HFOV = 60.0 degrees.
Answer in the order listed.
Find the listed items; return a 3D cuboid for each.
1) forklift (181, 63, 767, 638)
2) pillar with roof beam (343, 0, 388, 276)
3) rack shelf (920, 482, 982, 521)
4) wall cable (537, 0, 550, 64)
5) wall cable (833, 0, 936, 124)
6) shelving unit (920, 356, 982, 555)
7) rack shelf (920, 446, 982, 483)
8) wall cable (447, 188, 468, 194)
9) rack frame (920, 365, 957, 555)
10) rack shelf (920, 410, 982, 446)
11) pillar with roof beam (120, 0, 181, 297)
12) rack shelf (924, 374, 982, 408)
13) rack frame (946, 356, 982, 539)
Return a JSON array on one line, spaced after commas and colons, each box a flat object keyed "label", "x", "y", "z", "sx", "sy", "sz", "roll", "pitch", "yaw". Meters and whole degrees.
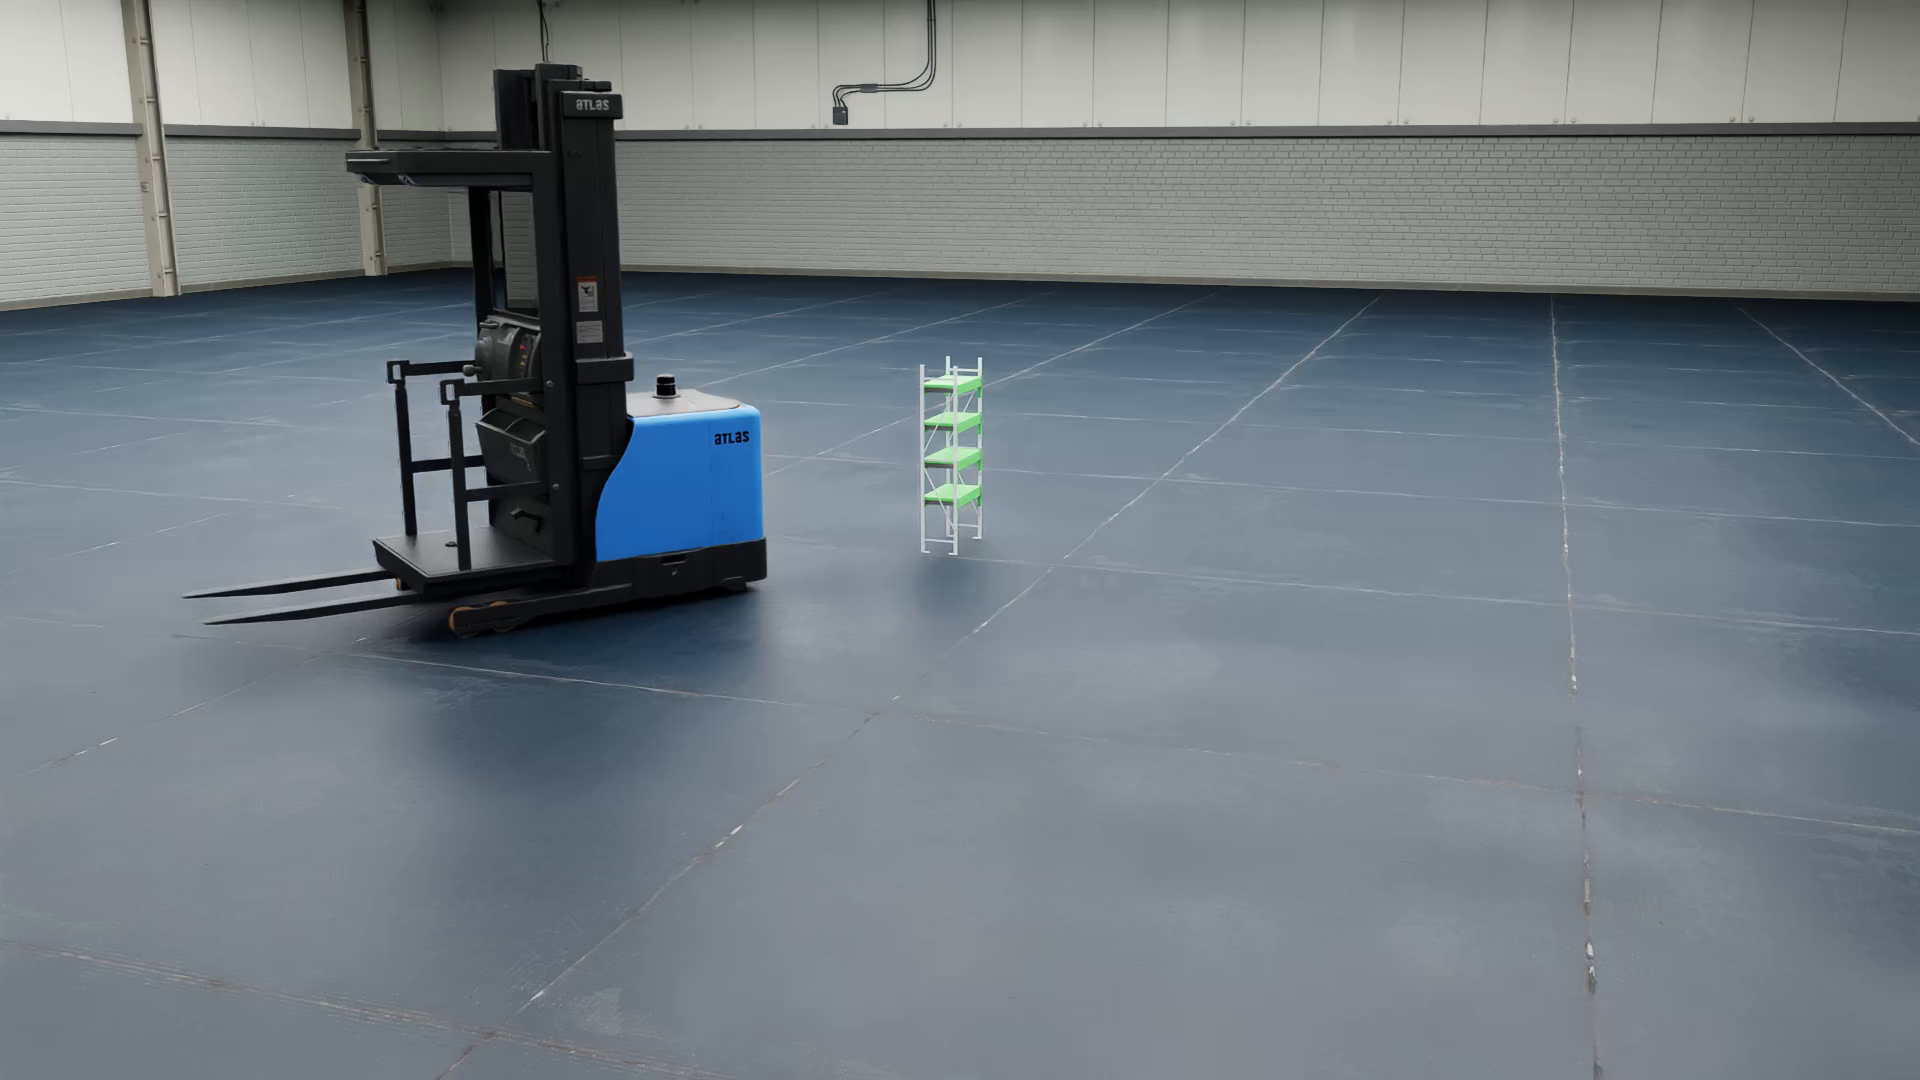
[{"label": "forklift", "x": -2.639, "y": -1.047, "z": 8.990, "sx": 3.031, "sy": 2.935, "sz": 1.130, "roll": -8, "pitch": 15, "yaw": -33}, {"label": "pillar with roof beam", "x": -8.708, "y": -9.876, "z": 34.036, "sx": 9.100, "sy": 9.000, "sz": 0.400, "roll": 4, "pitch": 14, "yaw": 18}, {"label": "rack shelf", "x": -0.054, "y": -0.254, "z": 10.769, "sx": 0.258, "sy": 0.148, "sz": 0.480, "roll": 4, "pitch": 14, "yaw": 18}, {"label": "wall cable", "x": -8.017, "y": -11.465, "z": 36.624, "sx": 3.097, "sy": 2.526, "sz": 0.112, "roll": 4, "pitch": 14, "yaw": 18}, {"label": "wall cable", "x": -1.599, "y": -11.682, "z": 34.306, "sx": 2.305, "sy": 6.003, "sz": 0.169, "roll": 4, "pitch": 14, "yaw": 18}, {"label": "shelving unit", "x": -0.054, "y": -0.550, "z": 10.702, "sx": 0.258, "sy": 1.200, "sz": 0.503, "roll": 4, "pitch": 14, "yaw": 18}, {"label": "rack shelf", "x": -0.054, "y": -0.488, "z": 10.716, "sx": 0.258, "sy": 0.148, "sz": 0.480, "roll": 4, "pitch": 14, "yaw": 18}, {"label": "wall cable", "x": -10.577, "y": -9.197, "z": 38.040, "sx": 3.097, "sy": 2.526, "sz": 0.112, "roll": 4, "pitch": 14, "yaw": 18}, {"label": "rack frame", "x": -0.133, "y": -0.499, "z": 10.477, "sx": 0.240, "sy": 1.200, "sz": 0.015, "roll": 4, "pitch": 14, "yaw": 18}, {"label": "rack shelf", "x": -0.054, "y": -0.722, "z": 10.663, "sx": 0.258, "sy": 0.148, "sz": 0.480, "roll": 4, "pitch": 14, "yaw": 18}, {"label": "pillar with roof beam", "x": -10.649, "y": -8.613, "z": 28.501, "sx": 9.100, "sy": 9.000, "sz": 0.400, "roll": 4, "pitch": 14, "yaw": 18}, {"label": "rack shelf", "x": -0.054, "y": -0.956, "z": 10.609, "sx": 0.258, "sy": 0.148, "sz": 0.480, "roll": 4, "pitch": 14, "yaw": 18}, {"label": "rack frame", "x": 0.025, "y": -0.601, "z": 10.927, "sx": 0.240, "sy": 1.200, "sz": 0.015, "roll": 4, "pitch": 14, "yaw": 18}]
